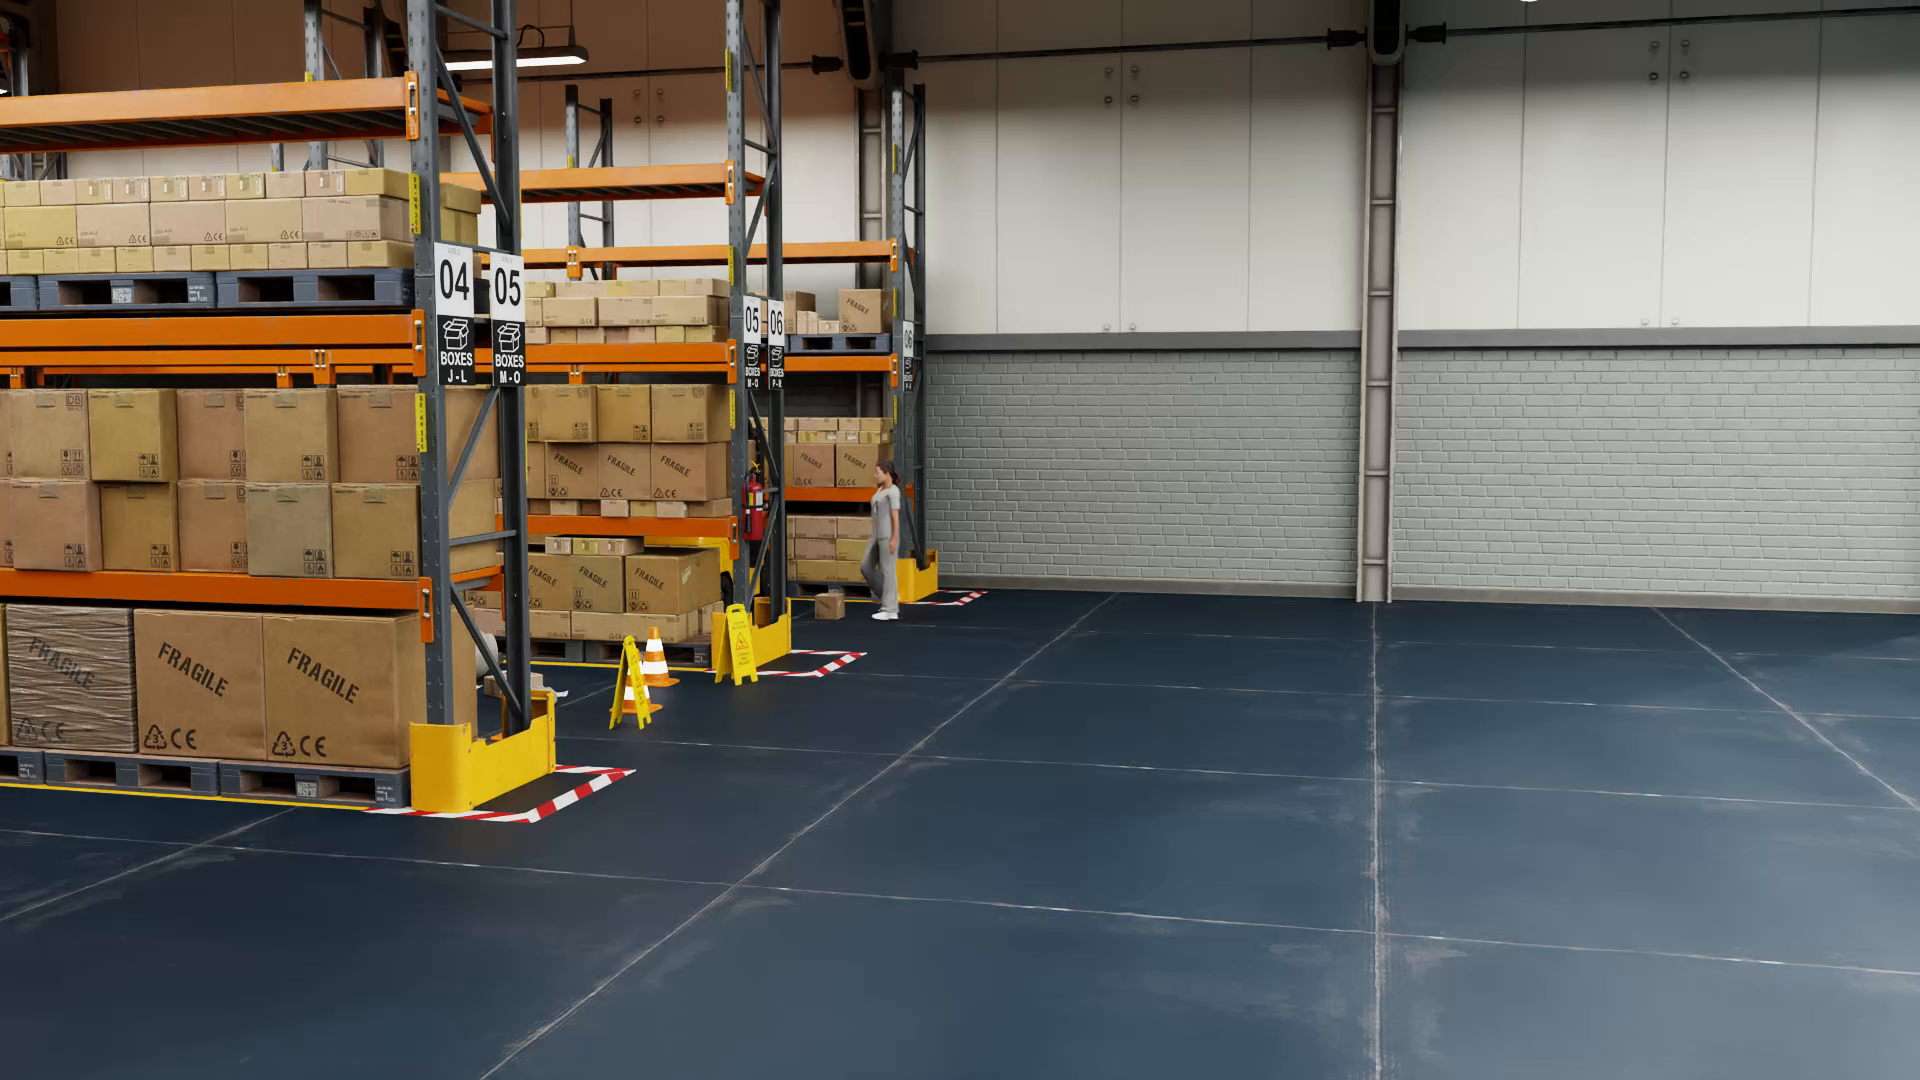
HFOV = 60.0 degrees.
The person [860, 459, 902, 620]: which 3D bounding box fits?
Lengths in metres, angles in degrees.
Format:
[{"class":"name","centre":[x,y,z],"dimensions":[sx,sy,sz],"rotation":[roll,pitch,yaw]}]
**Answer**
[{"class":"person","centre":[-0.784,-0.008,17.484],"dimensions":[0.427,1.678,0.472],"rotation":[-2,5,-25]}]
